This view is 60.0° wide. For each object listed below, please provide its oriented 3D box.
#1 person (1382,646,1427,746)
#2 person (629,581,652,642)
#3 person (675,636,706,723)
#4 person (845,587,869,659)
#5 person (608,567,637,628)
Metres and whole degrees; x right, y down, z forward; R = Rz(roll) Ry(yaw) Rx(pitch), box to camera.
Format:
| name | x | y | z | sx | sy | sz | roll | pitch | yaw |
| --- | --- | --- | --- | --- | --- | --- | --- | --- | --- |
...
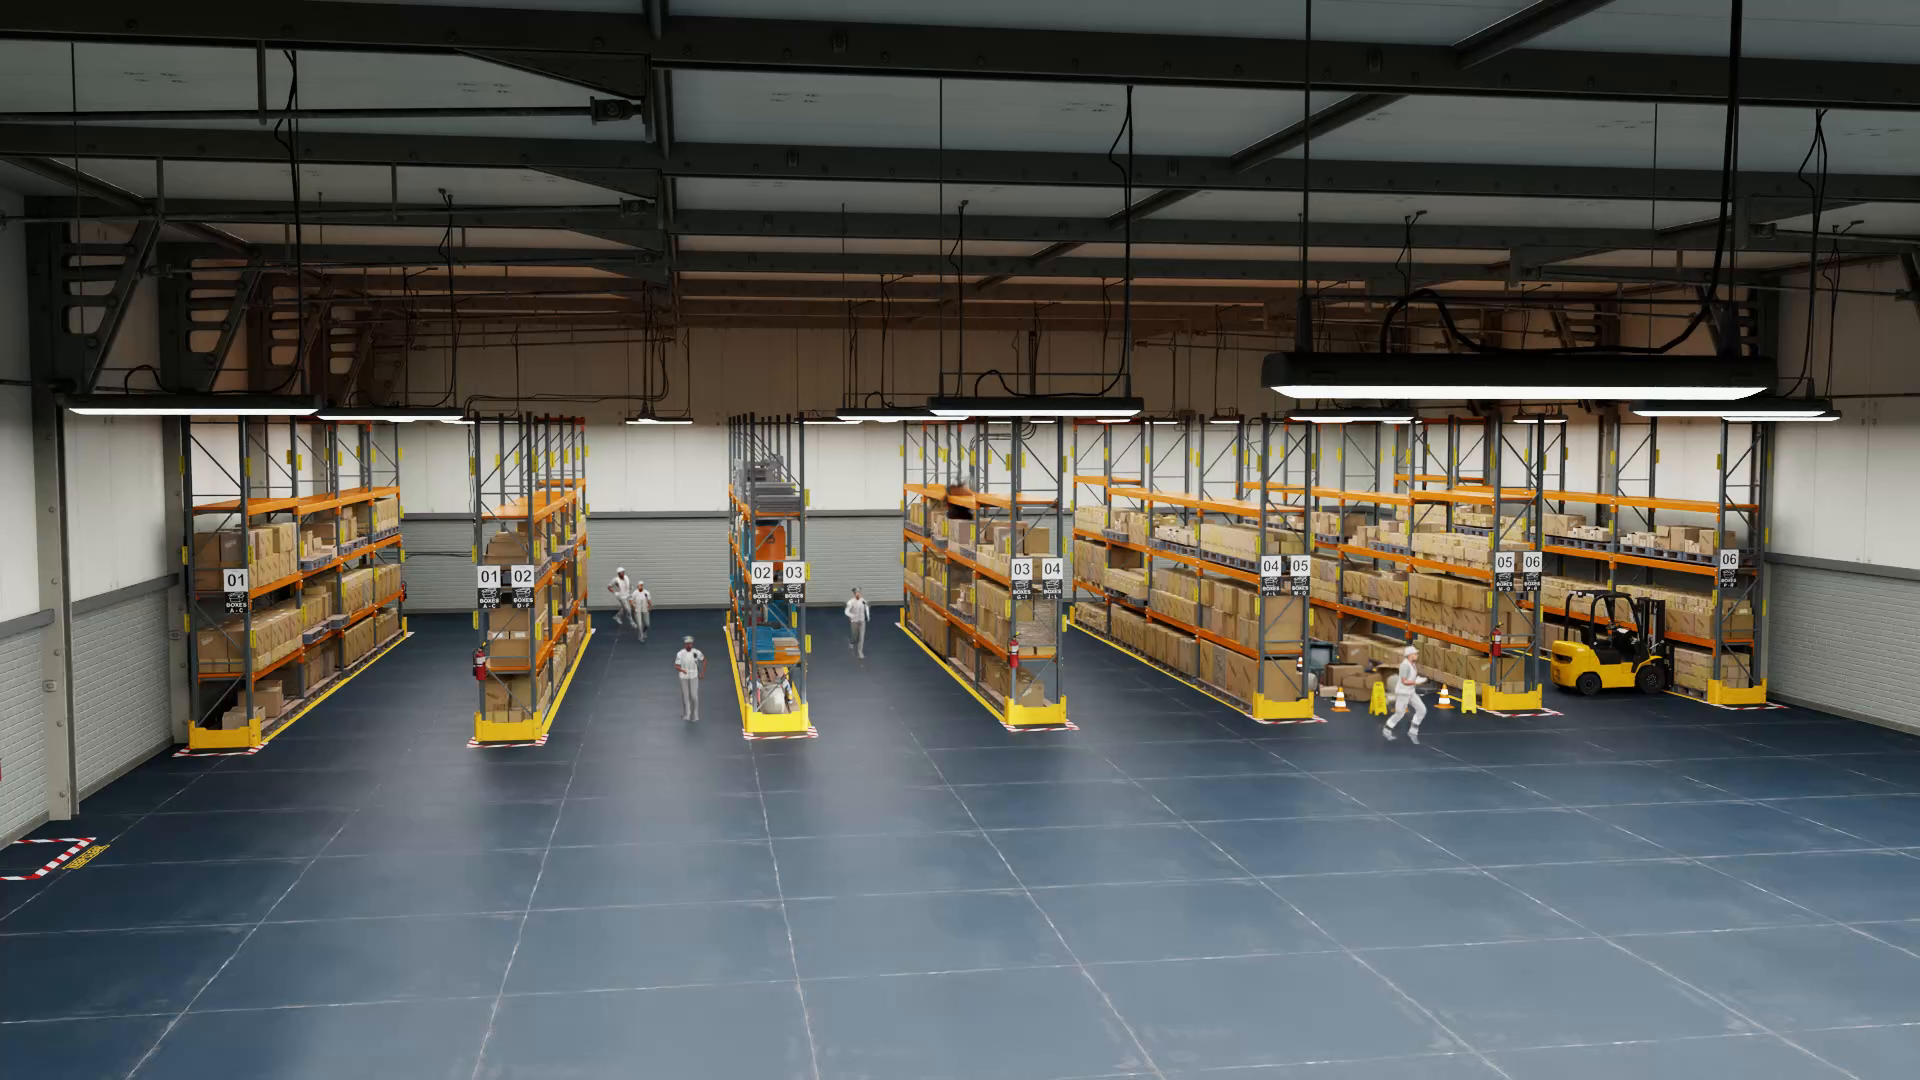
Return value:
| name | x | y | z | sx | sy | sz | roll | pitch | yaw |
| --- | --- | --- | --- | --- | --- | --- | --- | --- | --- |
| person | 8.019 | 2.798 | 29.945 | 0.848 | 1.798 | 0.692 | 3 | 5 | 34 |
| person | -8.508 | 1.902 | 44.316 | 0.593 | 1.622 | 0.545 | -1 | 4 | -20 |
| person | -5.217 | 2.706 | 32.196 | 0.594 | 1.722 | 0.679 | -1 | 4 | -7 |
| person | -2.398 | 1.930 | 39.274 | 0.632 | 1.670 | 0.861 | -1 | 4 | -21 |
| person | -9.632 | 1.640 | 47.281 | 0.952 | 1.749 | 0.699 | 2 | 4 | 27 |
